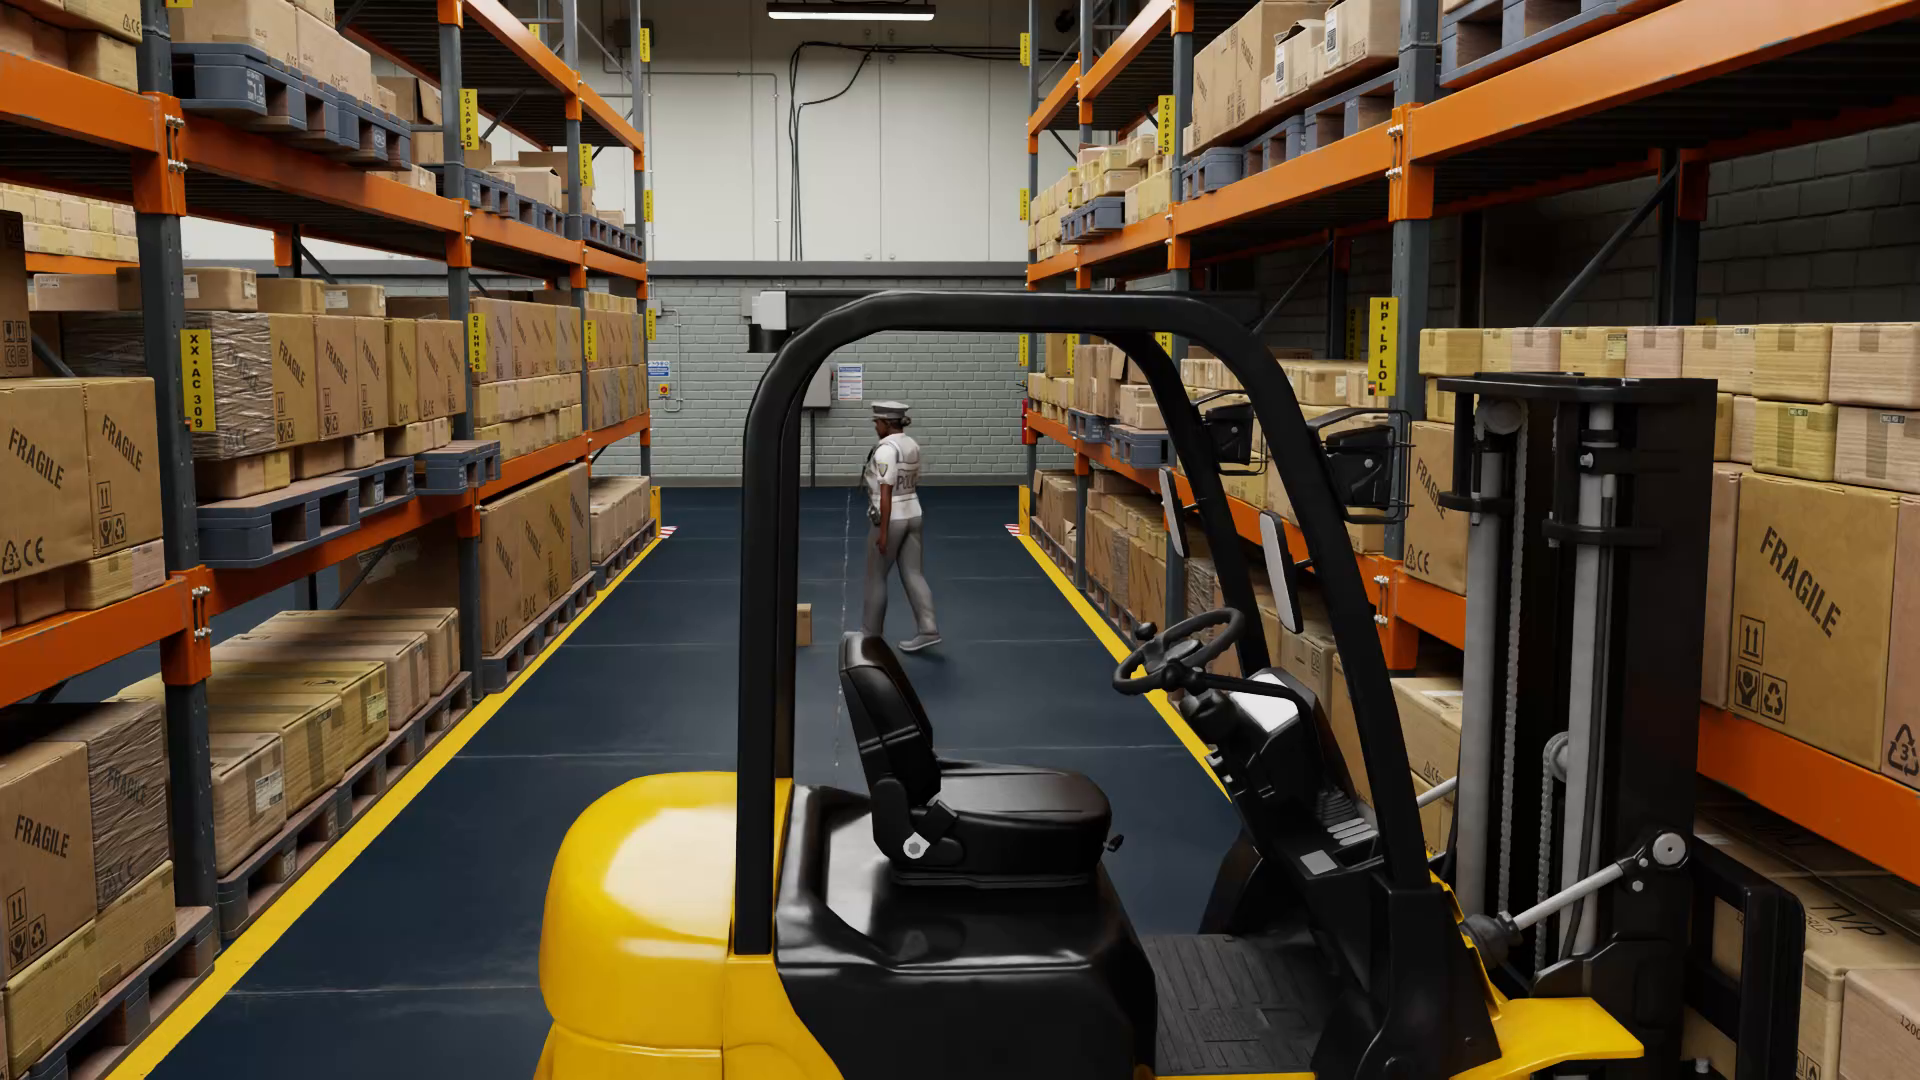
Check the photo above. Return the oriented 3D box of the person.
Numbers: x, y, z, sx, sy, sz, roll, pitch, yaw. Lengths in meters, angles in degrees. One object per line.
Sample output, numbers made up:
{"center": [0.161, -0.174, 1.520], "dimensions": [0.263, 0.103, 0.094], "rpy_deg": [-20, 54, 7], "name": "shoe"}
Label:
{"center": [-0.473, -0.094, 11.000], "dimensions": [0.726, 1.650, 0.465], "rpy_deg": [4, 8, 31], "name": "person"}
